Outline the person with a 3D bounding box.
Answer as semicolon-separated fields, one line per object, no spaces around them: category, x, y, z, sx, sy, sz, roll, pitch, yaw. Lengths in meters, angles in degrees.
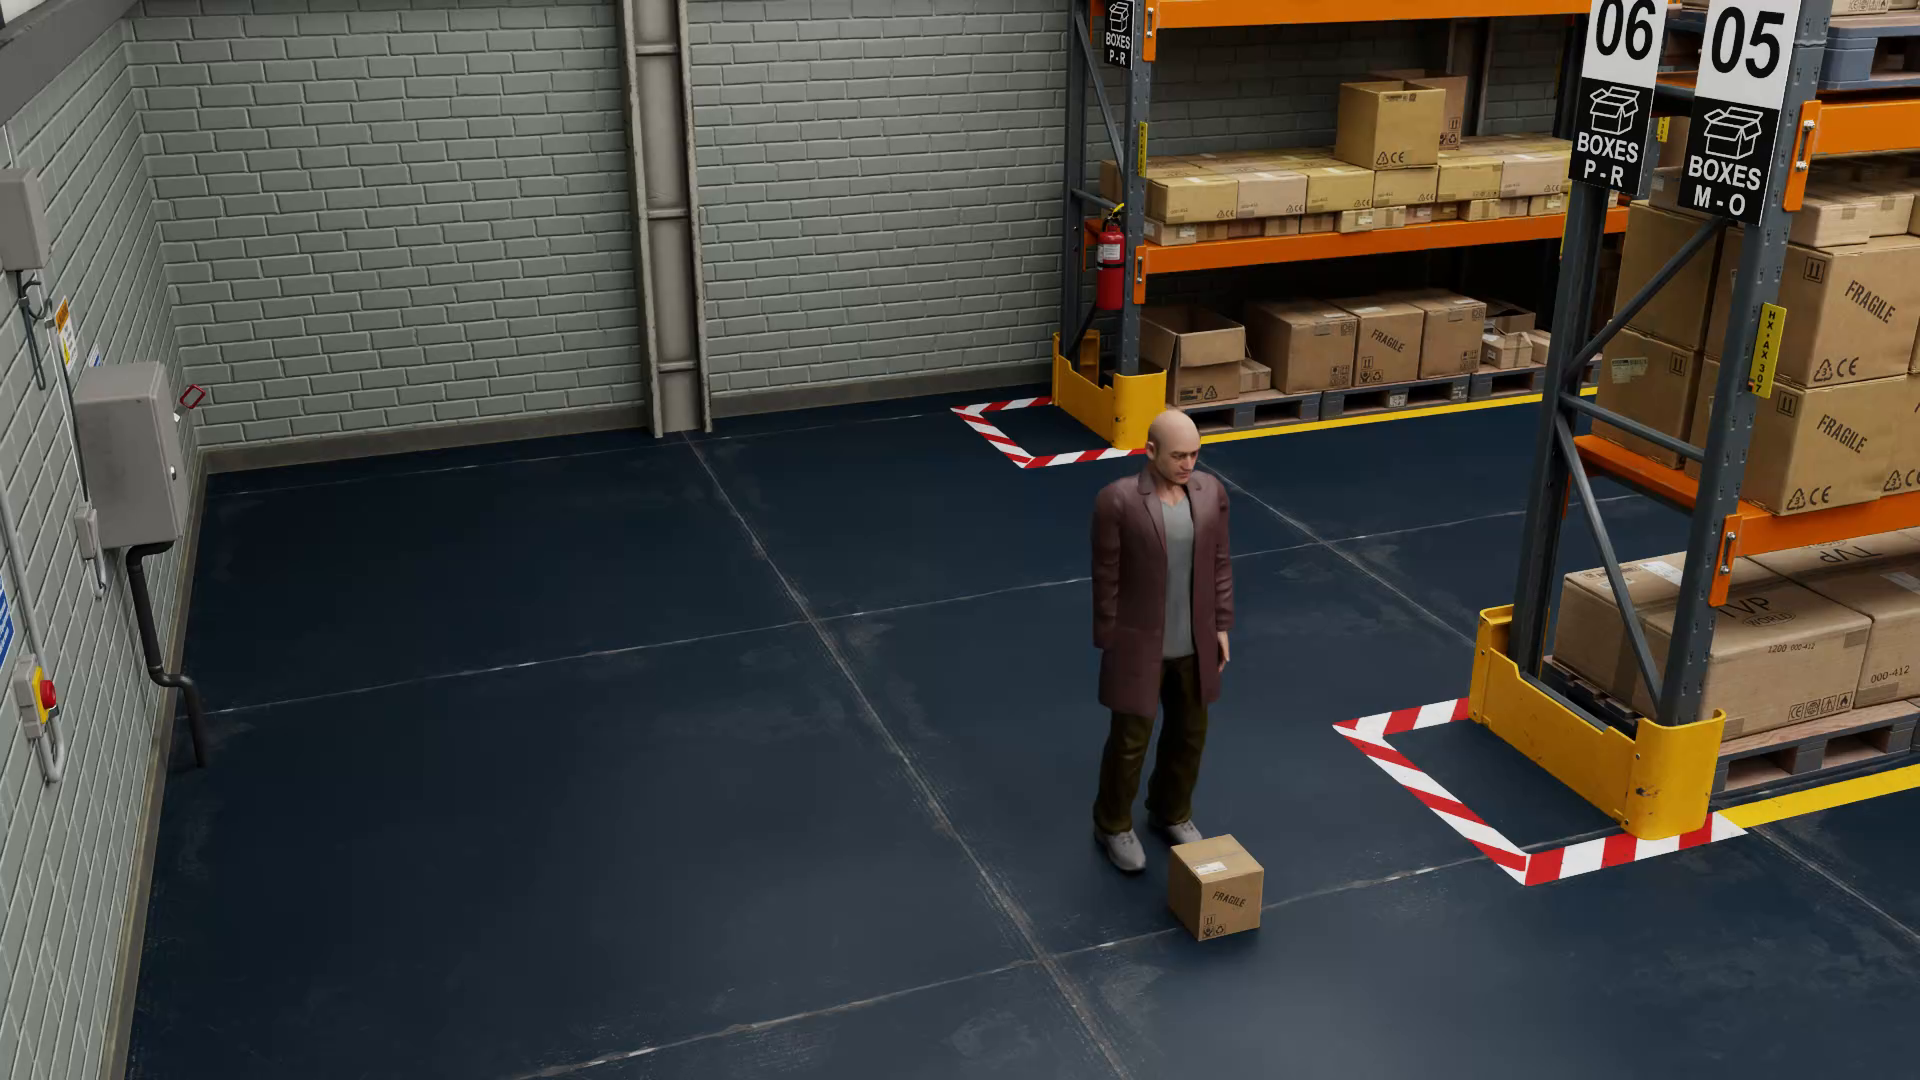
person;0.766;0.376;6.198;0.563;1.774;0.384;-8;23;-18
